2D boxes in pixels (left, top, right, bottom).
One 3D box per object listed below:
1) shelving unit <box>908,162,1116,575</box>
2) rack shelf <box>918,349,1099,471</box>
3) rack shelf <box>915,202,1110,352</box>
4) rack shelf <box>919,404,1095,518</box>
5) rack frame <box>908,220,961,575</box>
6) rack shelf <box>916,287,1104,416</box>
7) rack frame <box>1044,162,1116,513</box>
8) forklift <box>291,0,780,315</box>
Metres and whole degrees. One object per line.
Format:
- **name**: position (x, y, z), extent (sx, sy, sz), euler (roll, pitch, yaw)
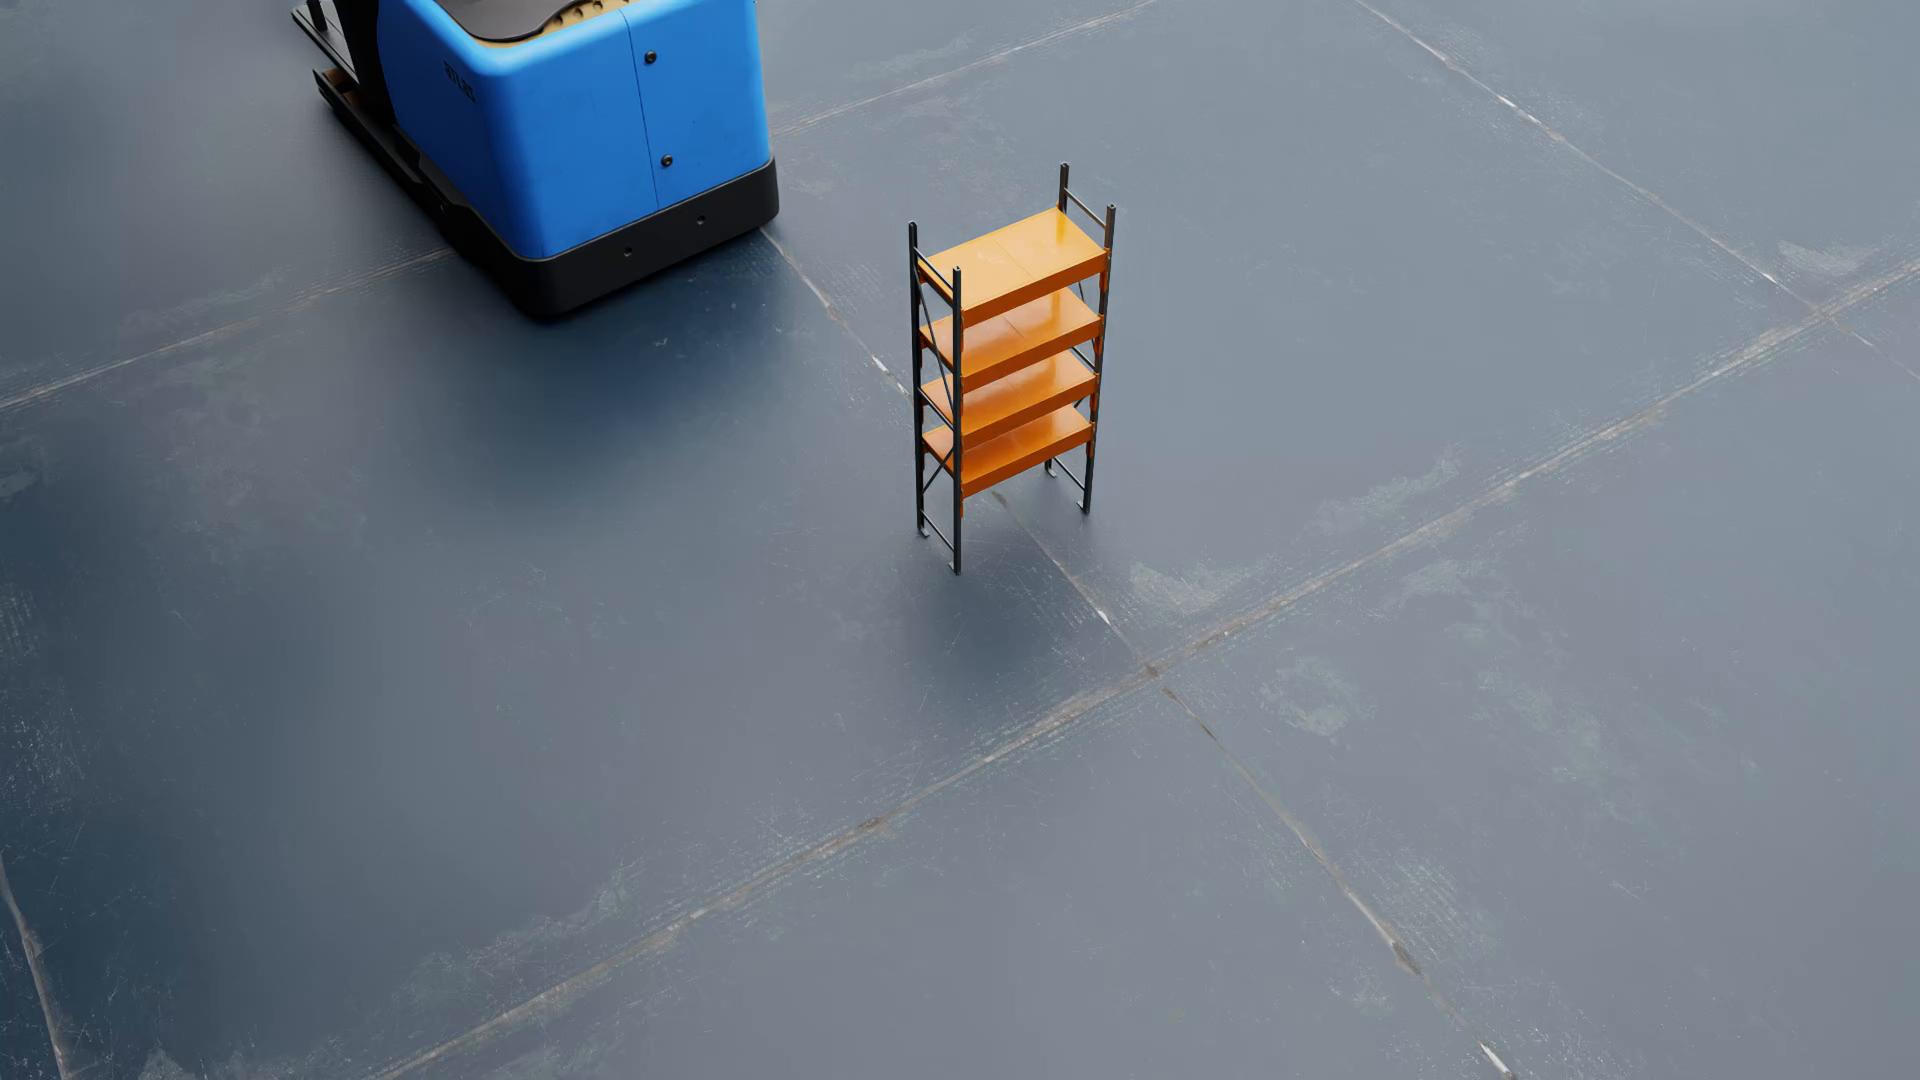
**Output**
- **shelving unit**: position (0.140, -0.465, 4.861), extent (0.503, 1.200, 0.258), euler (-25, 53, -21)
- **rack shelf**: position (0.140, -0.420, 4.911), extent (0.480, 0.148, 0.258), euler (-25, 53, -21)
- **rack shelf**: position (0.140, -0.726, 4.567), extent (0.480, 0.148, 0.258), euler (-25, 53, -21)
- **rack shelf**: position (0.140, -0.288, 5.059), extent (0.480, 0.148, 0.258), euler (-25, 53, -21)
- **rack frame**: position (-0.066, -0.368, 4.774), extent (0.015, 1.200, 0.240), euler (-25, 53, -21)
- **rack shelf**: position (0.140, -0.569, 4.744), extent (0.480, 0.148, 0.258), euler (-25, 53, -21)
- **rack frame**: position (0.346, -0.562, 4.947), extent (0.015, 1.200, 0.240), euler (-25, 53, -21)
- **forklift**: position (-1.969, -2.824, 5.802), extent (1.130, 2.935, 3.031), euler (-30, 55, -24)
